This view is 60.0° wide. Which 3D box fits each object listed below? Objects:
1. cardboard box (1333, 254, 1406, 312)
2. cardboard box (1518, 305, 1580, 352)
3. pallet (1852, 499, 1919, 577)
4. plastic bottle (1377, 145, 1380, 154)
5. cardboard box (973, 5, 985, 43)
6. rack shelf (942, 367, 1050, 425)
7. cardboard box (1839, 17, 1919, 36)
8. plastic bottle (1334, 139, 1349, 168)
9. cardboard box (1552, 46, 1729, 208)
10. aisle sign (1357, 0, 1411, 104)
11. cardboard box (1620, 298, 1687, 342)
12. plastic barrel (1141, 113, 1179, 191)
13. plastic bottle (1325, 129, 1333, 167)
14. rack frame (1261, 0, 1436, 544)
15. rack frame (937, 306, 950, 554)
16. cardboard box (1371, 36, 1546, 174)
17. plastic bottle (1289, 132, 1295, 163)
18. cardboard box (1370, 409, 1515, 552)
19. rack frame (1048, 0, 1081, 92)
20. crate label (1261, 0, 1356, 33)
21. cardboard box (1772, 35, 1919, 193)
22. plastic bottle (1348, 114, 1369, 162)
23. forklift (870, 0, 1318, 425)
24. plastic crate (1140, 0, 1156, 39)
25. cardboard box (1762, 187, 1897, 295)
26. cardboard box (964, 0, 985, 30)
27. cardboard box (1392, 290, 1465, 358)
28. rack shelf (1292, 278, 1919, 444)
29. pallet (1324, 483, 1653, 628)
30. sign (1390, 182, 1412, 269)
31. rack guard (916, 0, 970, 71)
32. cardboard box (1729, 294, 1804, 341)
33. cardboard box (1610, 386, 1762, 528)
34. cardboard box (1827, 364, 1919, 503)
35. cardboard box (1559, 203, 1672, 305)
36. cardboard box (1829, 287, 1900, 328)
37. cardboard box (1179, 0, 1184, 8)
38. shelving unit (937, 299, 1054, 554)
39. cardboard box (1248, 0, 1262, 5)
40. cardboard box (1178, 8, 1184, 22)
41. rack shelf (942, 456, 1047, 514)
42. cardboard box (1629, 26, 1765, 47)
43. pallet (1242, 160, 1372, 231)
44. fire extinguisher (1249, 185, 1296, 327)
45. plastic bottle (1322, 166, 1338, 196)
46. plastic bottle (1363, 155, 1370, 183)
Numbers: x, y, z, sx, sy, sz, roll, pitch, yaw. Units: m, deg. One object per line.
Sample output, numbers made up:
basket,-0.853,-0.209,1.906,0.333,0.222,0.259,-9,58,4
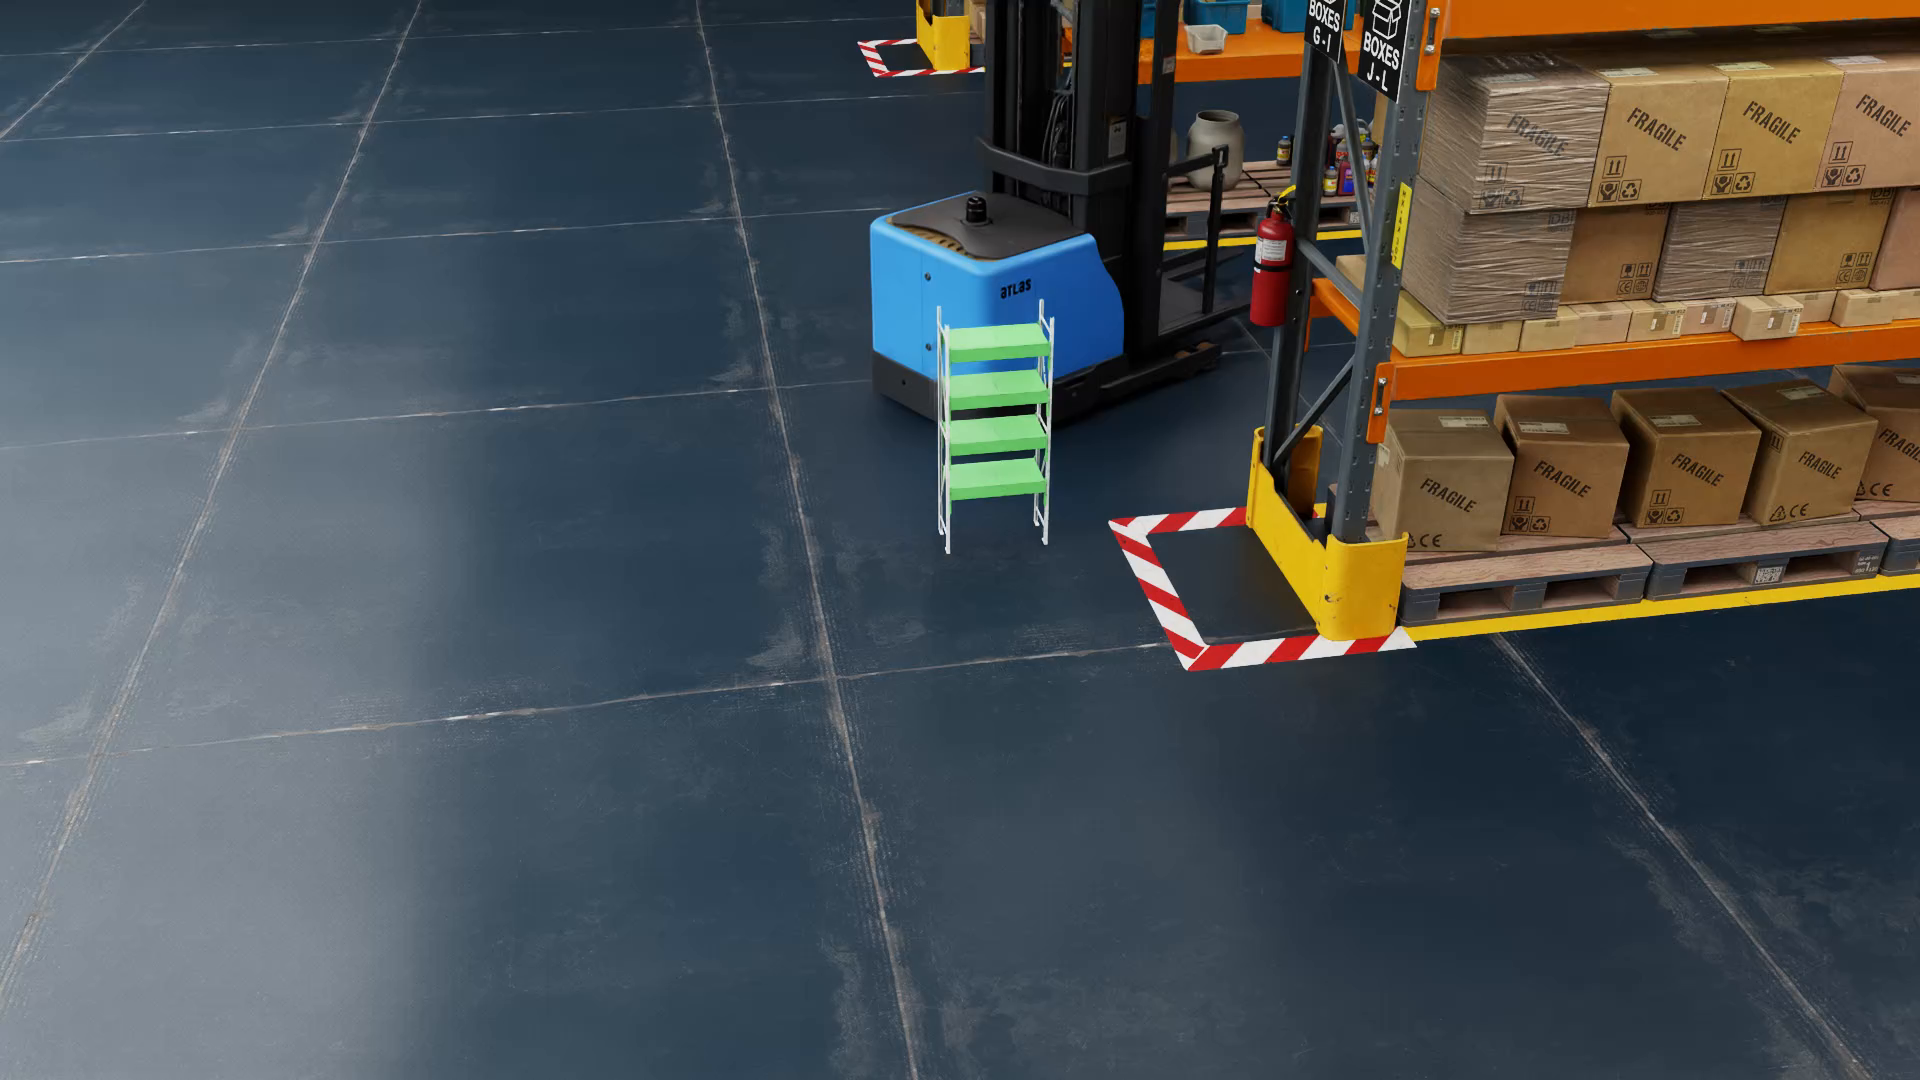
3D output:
cardboard box,1.877,-1.153,7.499,0.250,0.149,0.380,-5,31,-9
cardboard box,2.455,-0.960,7.171,0.250,0.149,0.380,-5,31,-9
pallet,4.914,-0.216,8.410,1.213,0.211,1.003,-5,31,-9
plastic bottle,3.255,-2.988,12.625,0.135,0.276,0.152,-5,31,-9
cardboard box,0.421,-5.005,16.102,0.500,0.250,0.500,-5,31,-9
rack shelf,0.163,-0.684,7.882,0.480,0.148,0.258,-5,31,-9
cardboard box,4.097,-2.094,7.473,0.500,0.500,0.500,-5,31,-9
plastic bottle,2.900,-2.933,12.605,0.097,0.201,0.097,0,30,0
cardboard box,2.717,-1.691,6.788,0.500,0.500,0.500,-5,31,-9
aisle sign,1.627,-2.098,6.293,0.004,0.787,0.394,-5,31,-9
cardboard box,2.945,-1.012,7.260,0.250,0.149,0.380,-5,31,-9
plastic barrel,1.375,-2.808,12.107,0.421,0.512,0.421,0,30,0
plastic bottle,2.742,-2.963,12.575,0.133,0.283,0.061,-5,31,-9
rack frame,1.634,-1.132,7.216,0.127,3.000,1.000,-5,31,-9
rack frame,-0.077,-0.510,7.934,0.015,1.200,0.240,-5,31,-9
cardboard box,2.130,-1.908,7.157,0.500,0.500,0.500,-5,31,-9
plastic bottle,2.581,-3.026,12.683,0.133,0.283,0.061,-5,31,-8
cardboard box,2.251,-0.284,7.826,0.500,0.500,0.500,0,30,0
rack frame,0.742,-3.602,11.416,0.127,3.000,1.000,-5,31,-9
crate label,2.504,-3.920,11.922,0.616,0.435,0.502,-5,31,-9
cardboard box,3.699,-1.786,6.950,0.500,0.500,0.500,-5,31,-9
plastic bottle,3.021,-3.075,12.699,0.185,0.351,0.144,-4,31,-7
forklift,0.938,-2.400,9.440,3.031,2.935,1.130,-23,38,-34
plastic crate,1.180,-3.732,11.785,0.616,0.251,0.499,-5,31,-9
cardboard box,3.644,-1.509,7.466,0.500,0.500,0.875,-5,31,-9
cardboard box,0.328,-5.264,16.541,0.500,0.250,0.500,-5,31,-9
cardboard box,1.957,-0.931,7.122,0.250,0.149,0.380,-5,31,-9
rack shelf,3.601,-1.005,7.709,4.000,0.370,1.077,-5,31,-9
pallet,2.514,0.006,8.031,1.213,0.211,1.003,-5,31,-9
sign,1.732,-1.235,6.537,0.005,0.325,0.100,-5,31,-9
rack guard,-0.170,-4.992,16.246,0.348,0.500,1.175,-5,31,-9
cardboard box,3.450,-1.020,7.273,0.250,0.149,0.380,-5,31,-9
cardboard box,3.452,-0.404,8.029,0.500,0.500,0.500,-3,31,-4
cardboard box,4.606,-0.528,8.241,0.500,0.500,0.500,4,31,7
cardboard box,2.650,-1.445,7.357,0.500,0.500,0.875,-5,31,-9
cardboard box,3.932,-1.093,7.398,0.250,0.149,0.380,-5,31,-9
cardboard box,1.897,-5.464,16.142,0.500,0.500,0.500,-5,31,-9
shelving unit,0.163,-0.532,7.972,0.503,1.200,0.258,-5,31,-9
cardboard box,2.877,-5.565,16.313,0.500,0.500,0.500,-5,31,-9
cardboard box,1.897,-5.142,16.333,0.500,0.250,0.500,-5,31,-9
rack shelf,0.163,-0.270,8.126,0.480,0.148,0.258,-5,31,-9
cardboard box,3.114,-2.001,7.315,0.500,0.500,0.500,-5,31,-9
pallet,2.806,-2.611,12.482,1.213,0.211,1.003,-5,31,-9
fire extinguisher,1.438,-1.318,7.609,0.183,0.674,0.296,-5,31,-9
plastic bottle,2.683,-2.605,12.047,0.097,0.201,0.097,0,30,0
plastic bottle,2.919,-2.657,12.066,0.097,0.271,0.097,0,30,0
